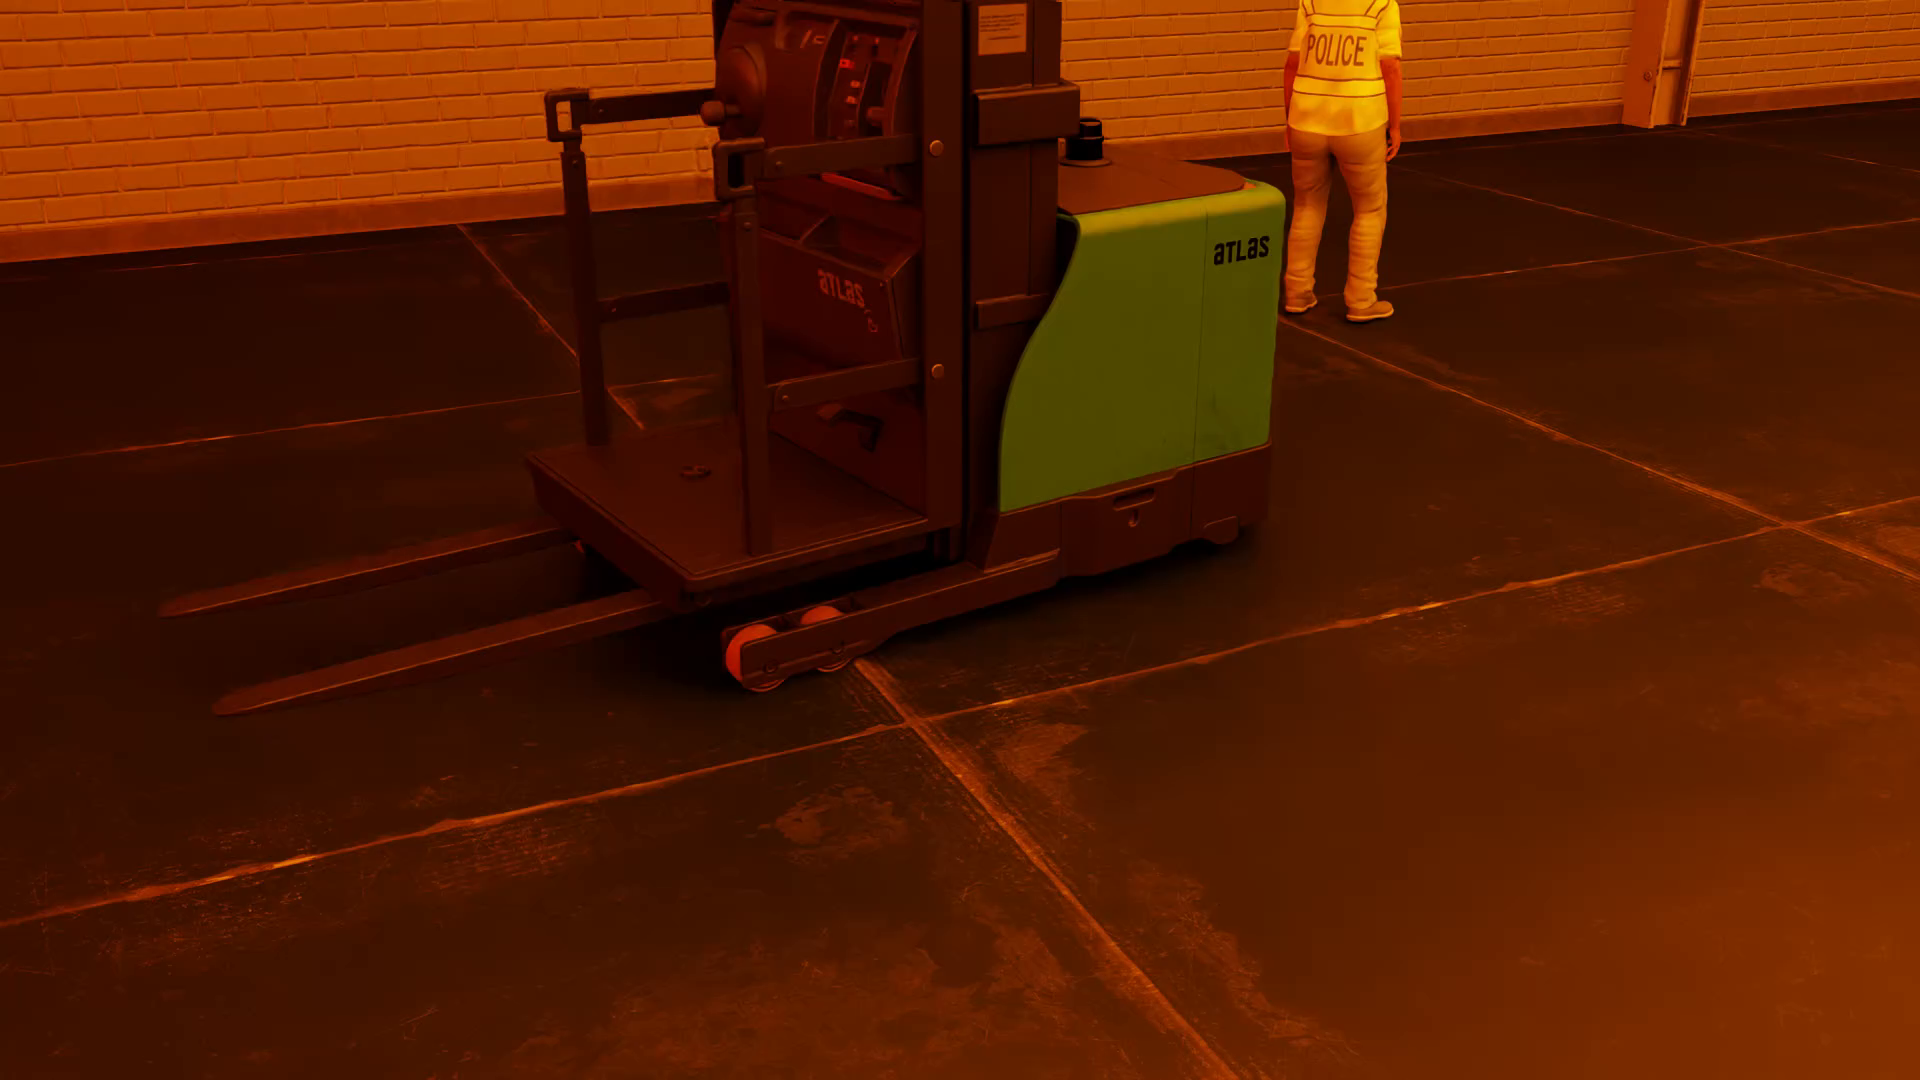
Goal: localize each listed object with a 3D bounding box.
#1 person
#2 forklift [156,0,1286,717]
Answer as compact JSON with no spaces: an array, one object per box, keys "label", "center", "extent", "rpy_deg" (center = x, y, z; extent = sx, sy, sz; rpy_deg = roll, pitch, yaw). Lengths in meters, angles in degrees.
[{"label":"person","center":[1.686,-1.807,7.292],"extent":[0.542,1.665,0.469],"rpy_deg":[13,26,29]},{"label":"forklift","center":[-0.555,-1.201,4.178],"extent":[3.031,2.935,1.130],"rpy_deg":[-15,27,-32]}]
